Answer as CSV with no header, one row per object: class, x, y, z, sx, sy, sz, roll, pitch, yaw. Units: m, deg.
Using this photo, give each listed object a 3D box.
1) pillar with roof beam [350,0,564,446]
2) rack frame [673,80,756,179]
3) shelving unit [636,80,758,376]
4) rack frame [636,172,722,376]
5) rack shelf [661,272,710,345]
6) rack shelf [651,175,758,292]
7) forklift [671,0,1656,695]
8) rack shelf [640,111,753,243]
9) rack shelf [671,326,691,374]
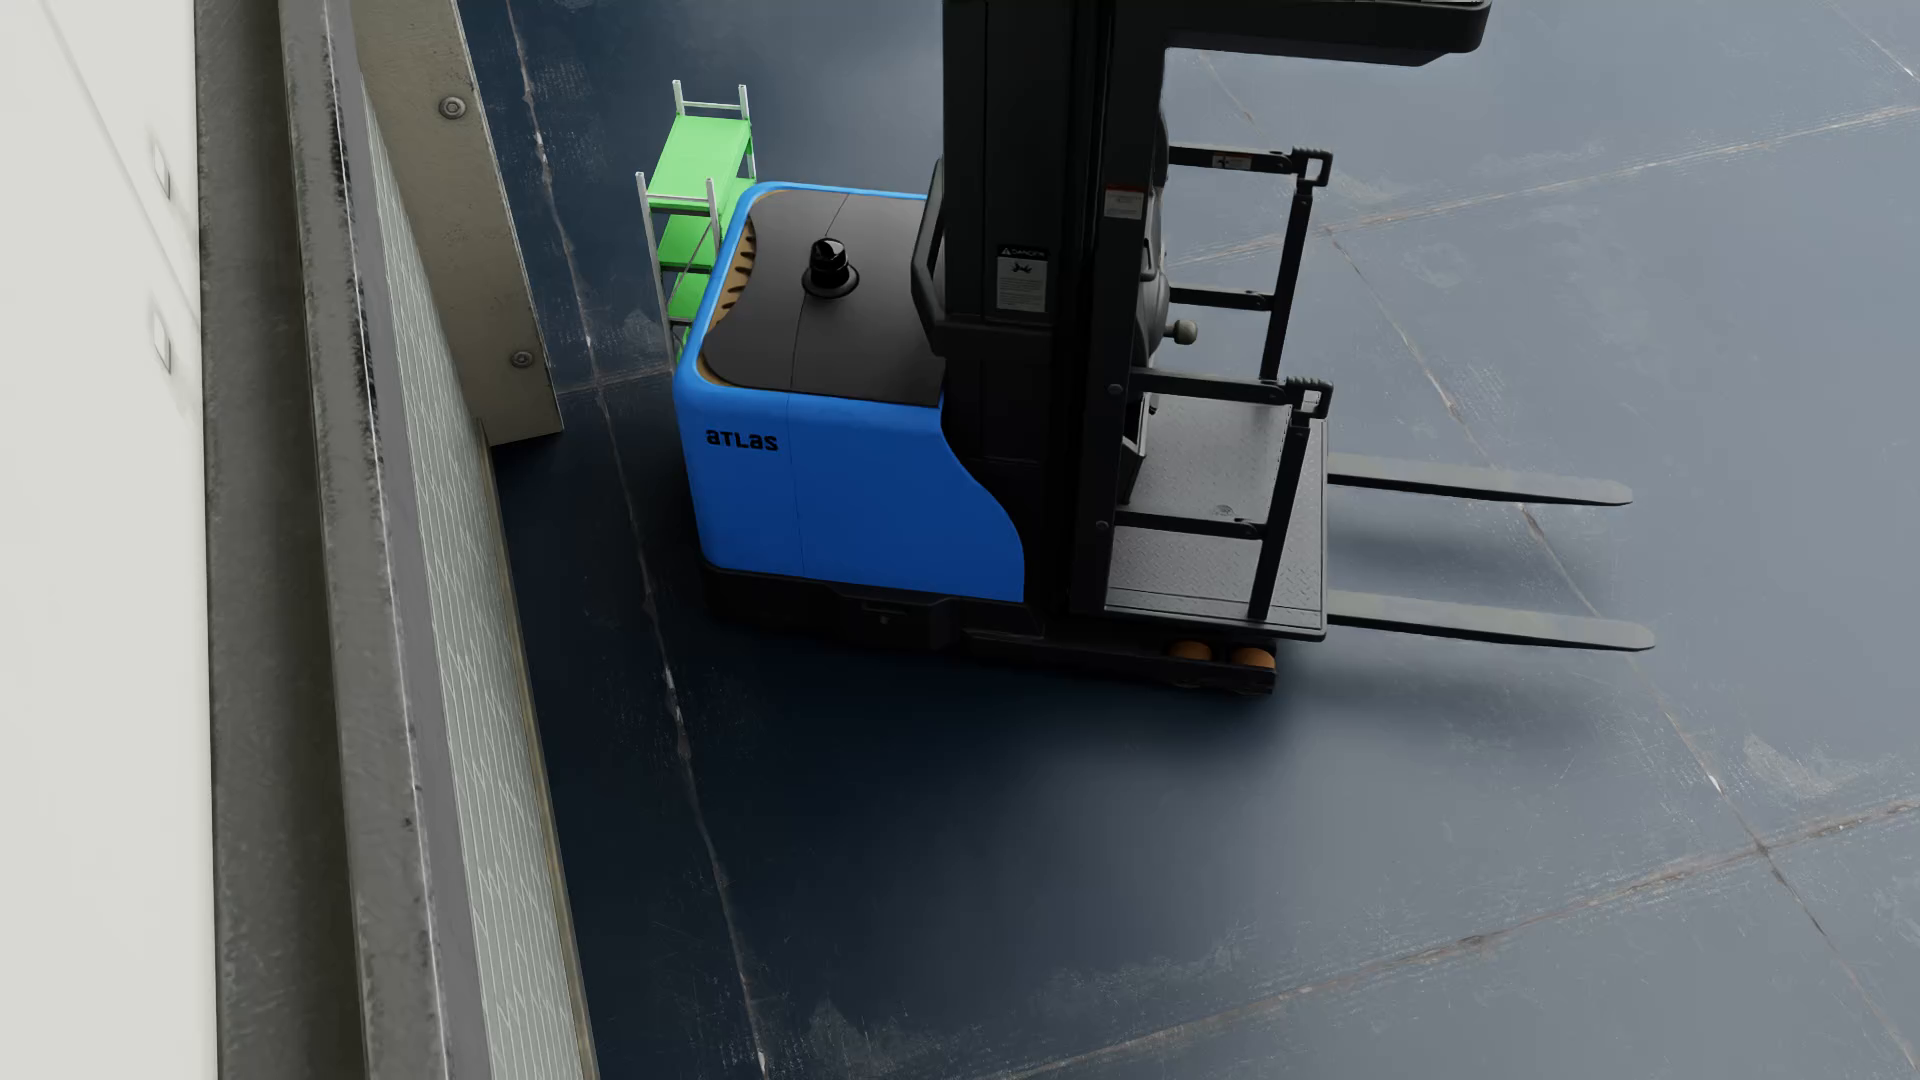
pillar with roof beam,2.458,-4.386,3.562,9.100,9.000,0.400,-13,51,-11
rack frame,-0.820,-1.104,5.896,0.240,1.200,0.015,5,50,5
shelving unit,-0.851,-0.919,5.740,0.258,1.200,0.503,5,50,5
rack frame,-0.881,-0.734,5.584,0.240,1.200,0.015,5,50,5
rack shelf,-0.851,-0.878,5.789,0.258,0.148,0.480,5,50,5
rack shelf,-0.851,-1.032,5.605,0.258,0.148,0.480,5,50,5
forklift,0.717,-0.886,4.580,3.031,2.935,1.130,6,50,5
rack shelf,-0.851,-1.187,5.422,0.258,0.148,0.480,5,50,5
rack shelf,-0.851,-0.723,5.972,0.258,0.148,0.480,5,50,5
